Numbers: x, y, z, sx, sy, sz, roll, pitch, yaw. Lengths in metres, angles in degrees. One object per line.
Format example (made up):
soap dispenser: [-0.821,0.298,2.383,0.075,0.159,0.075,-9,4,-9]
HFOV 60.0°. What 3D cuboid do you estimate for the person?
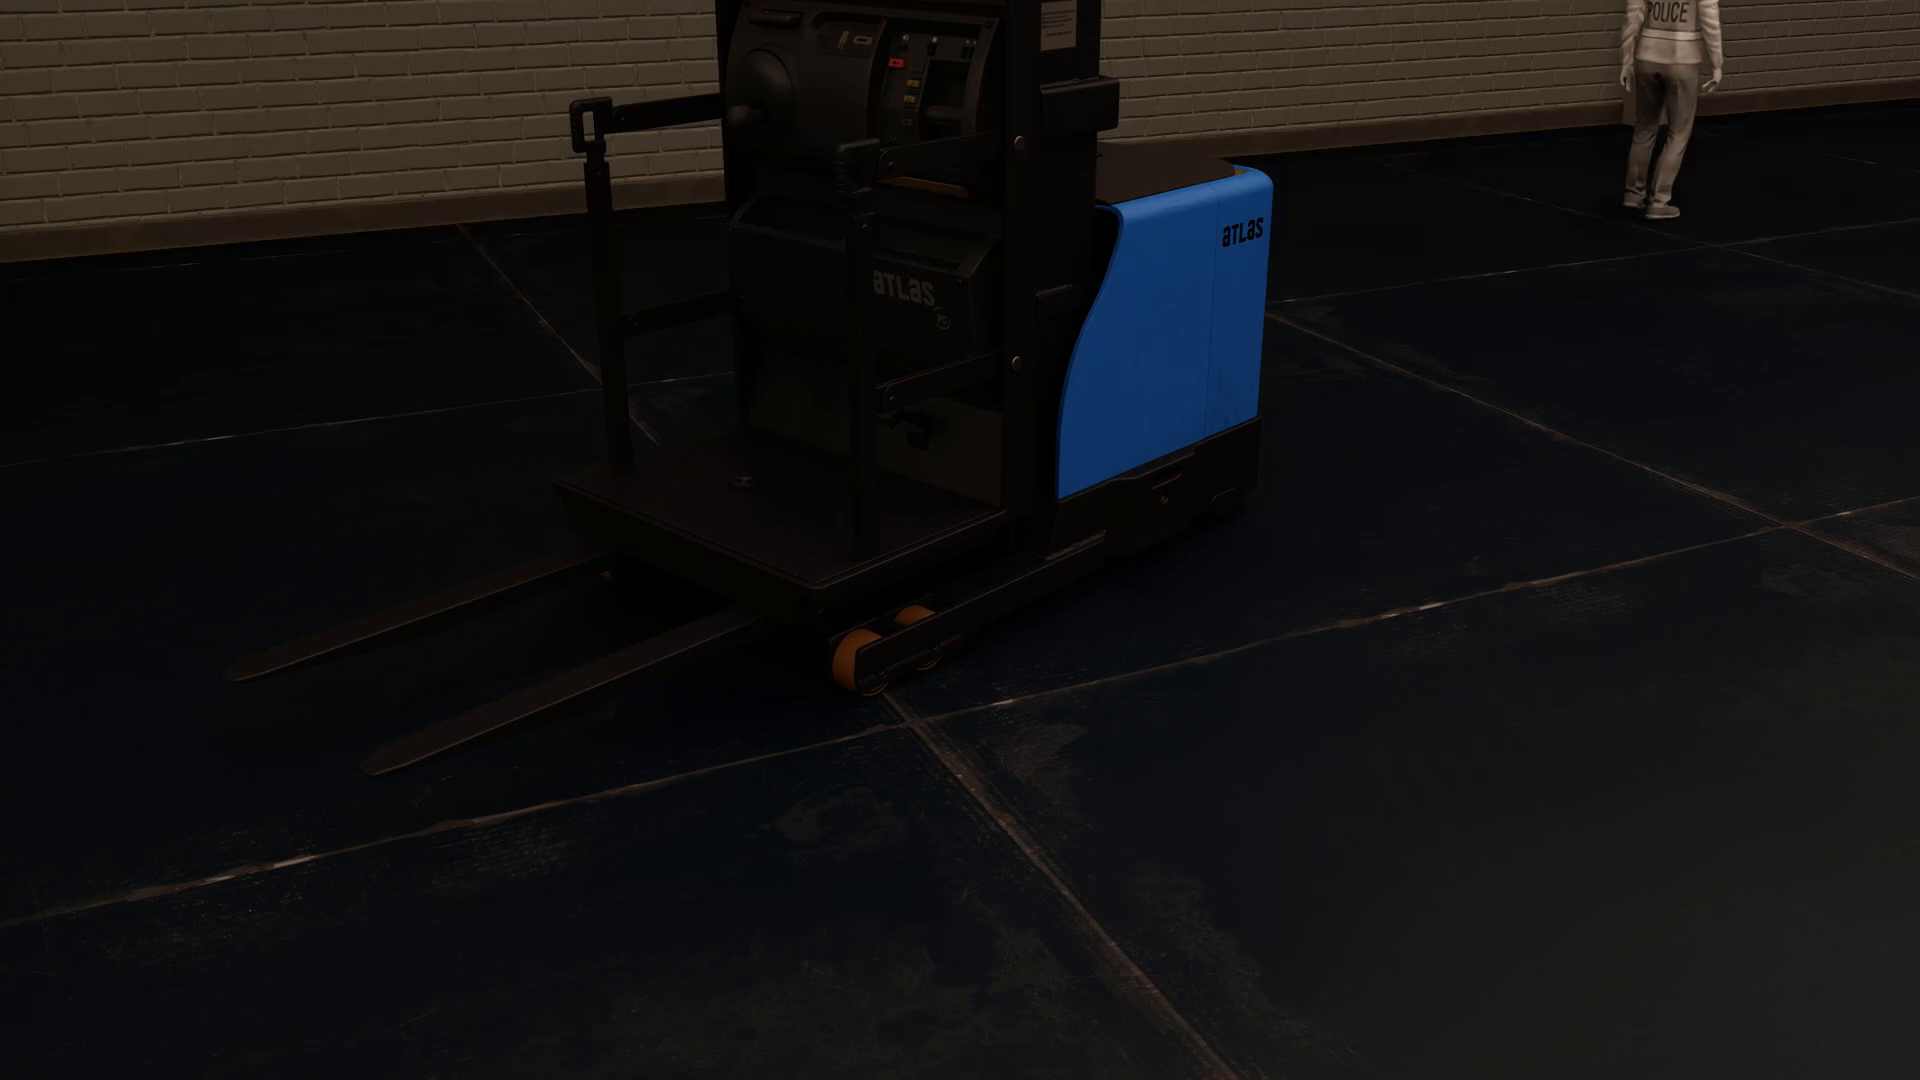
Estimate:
person: [4.019,-2.674,9.344,0.489,1.707,0.573,-18,28,-36]

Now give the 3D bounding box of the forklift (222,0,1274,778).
forklift: [-0.413,-1.182,4.131,1.130,2.935,3.031,19,29,39]
